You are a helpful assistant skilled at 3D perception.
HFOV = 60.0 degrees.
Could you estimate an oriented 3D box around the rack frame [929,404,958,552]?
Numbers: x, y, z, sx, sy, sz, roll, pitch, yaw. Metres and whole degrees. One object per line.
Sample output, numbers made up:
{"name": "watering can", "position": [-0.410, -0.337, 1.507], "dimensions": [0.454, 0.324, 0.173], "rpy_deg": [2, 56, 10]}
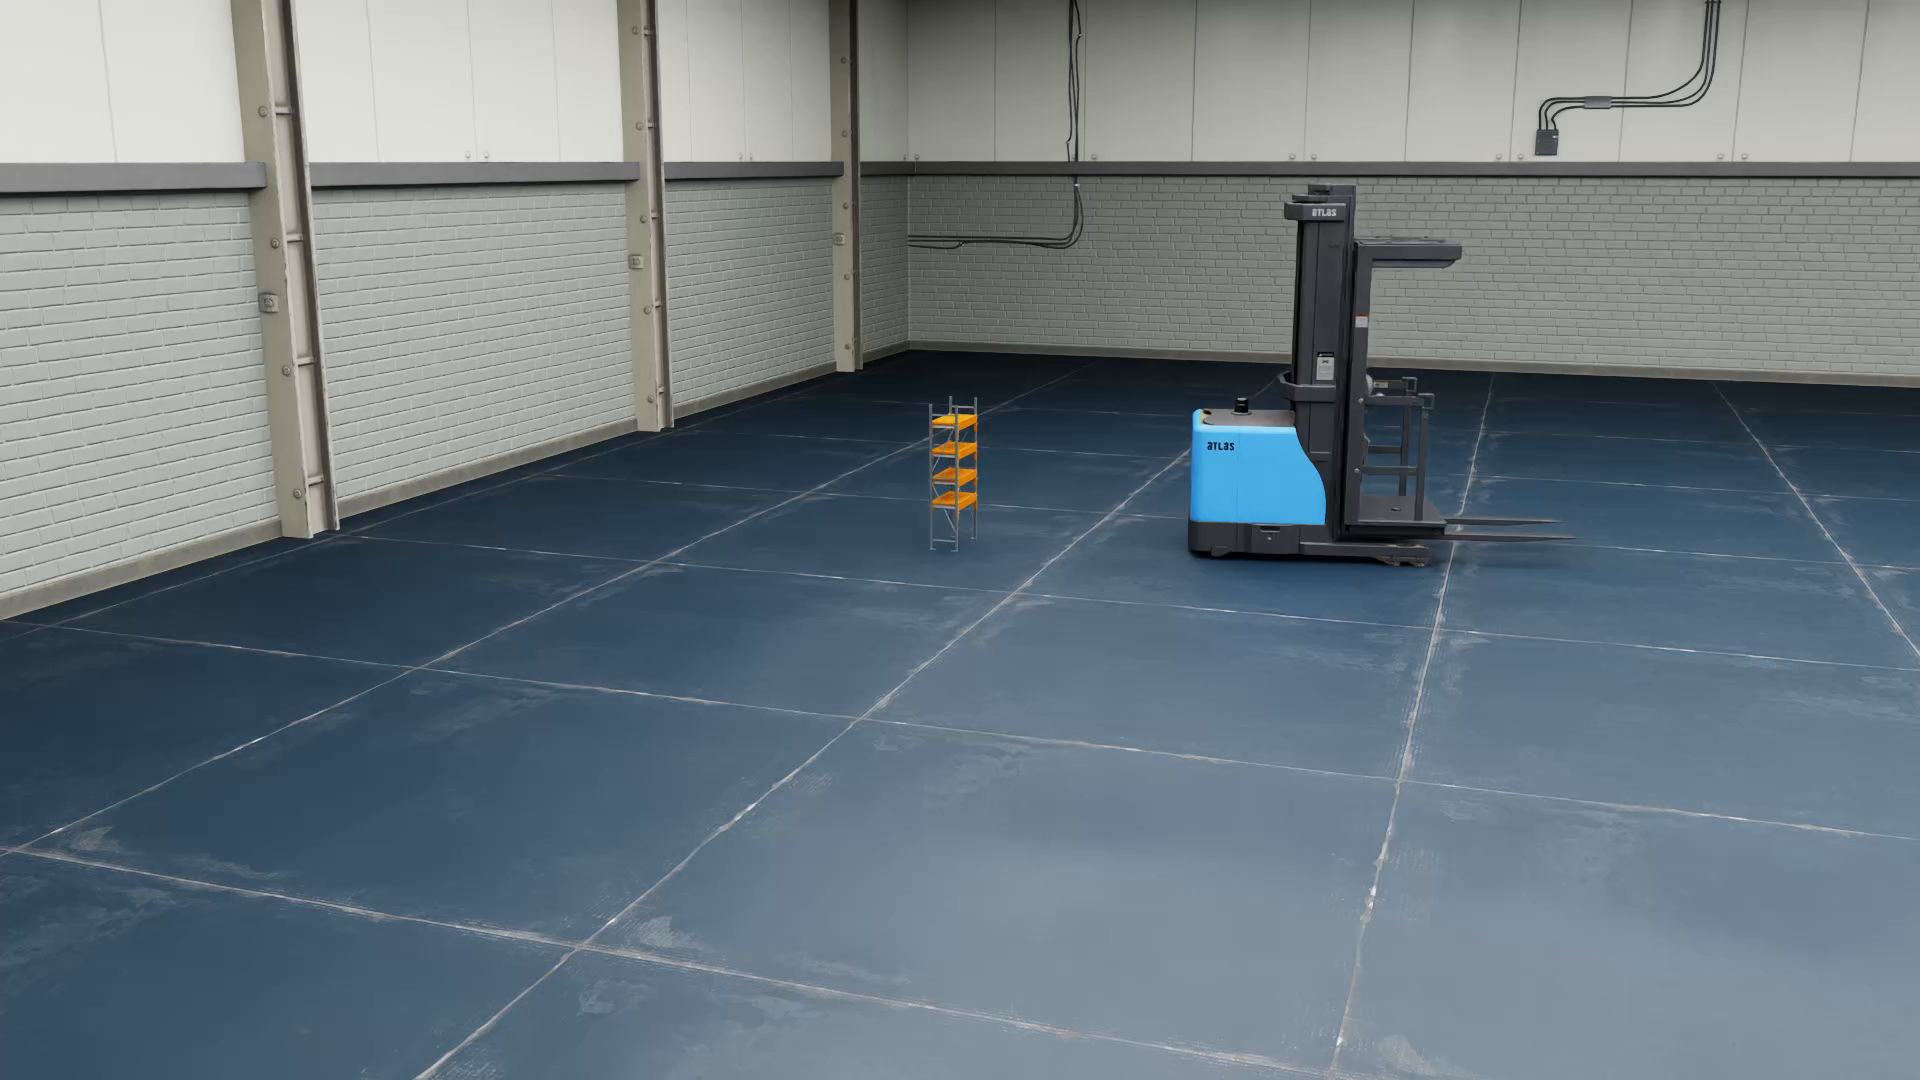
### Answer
{"name": "rack frame", "position": [-0.132, -0.499, 13.477], "dimensions": [0.240, 1.200, 0.015], "rpy_deg": [4, 14, 18]}

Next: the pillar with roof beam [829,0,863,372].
{"name": "pillar with roof beam", "position": [2.379, -6.669, 22.982], "dimensions": [9.100, 9.000, 0.400], "rpy_deg": [4, 14, 18]}

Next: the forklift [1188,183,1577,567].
{"name": "forklift", "position": [3.394, -1.346, 13.300], "dimensions": [3.031, 2.935, 1.130], "rpy_deg": [2, 13, 7]}

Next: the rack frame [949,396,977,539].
{"name": "rack frame", "position": [0.025, -0.601, 13.927], "dimensions": [0.240, 1.200, 0.015], "rpy_deg": [4, 14, 18]}

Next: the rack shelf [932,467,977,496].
{"name": "rack shelf", "position": [-0.054, -0.485, 13.717], "dimensions": [0.258, 0.148, 0.480], "rpy_deg": [4, 14, 18]}

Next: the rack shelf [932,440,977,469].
{"name": "rack shelf", "position": [-0.054, -0.703, 13.667], "dimensions": [0.258, 0.148, 0.480], "rpy_deg": [4, 14, 18]}

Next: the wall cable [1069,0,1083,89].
{"name": "wall cable", "position": [3.070, -8.257, 25.571], "dimensions": [3.097, 2.526, 0.112], "rpy_deg": [4, 14, 18]}

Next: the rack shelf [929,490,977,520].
{"name": "rack shelf", "position": [-0.054, -0.291, 13.761], "dimensions": [0.258, 0.148, 0.480], "rpy_deg": [4, 14, 18]}

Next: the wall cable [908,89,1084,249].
{"name": "wall cable", "position": [0.510, -5.990, 26.986], "dimensions": [3.097, 2.526, 0.112], "rpy_deg": [4, 14, 18]}

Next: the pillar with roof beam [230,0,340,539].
{"name": "pillar with roof beam", "position": [-1.504, -4.142, 11.912], "dimensions": [9.100, 9.000, 0.400], "rpy_deg": [4, 14, 18]}

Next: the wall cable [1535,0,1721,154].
{"name": "wall cable", "position": [9.487, -8.475, 23.253], "dimensions": [2.305, 6.003, 0.169], "rpy_deg": [4, 14, 18]}

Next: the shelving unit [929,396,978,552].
{"name": "shelving unit", "position": [-0.054, -0.550, 13.702], "dimensions": [0.258, 1.200, 0.503], "rpy_deg": [4, 14, 18]}

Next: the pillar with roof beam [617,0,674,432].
{"name": "pillar with roof beam", "position": [0.437, -5.405, 17.447], "dimensions": [9.100, 9.000, 0.400], "rpy_deg": [4, 14, 18]}

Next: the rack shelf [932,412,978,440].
{"name": "rack shelf", "position": [-0.054, -0.933, 13.614], "dimensions": [0.258, 0.148, 0.480], "rpy_deg": [4, 14, 18]}
